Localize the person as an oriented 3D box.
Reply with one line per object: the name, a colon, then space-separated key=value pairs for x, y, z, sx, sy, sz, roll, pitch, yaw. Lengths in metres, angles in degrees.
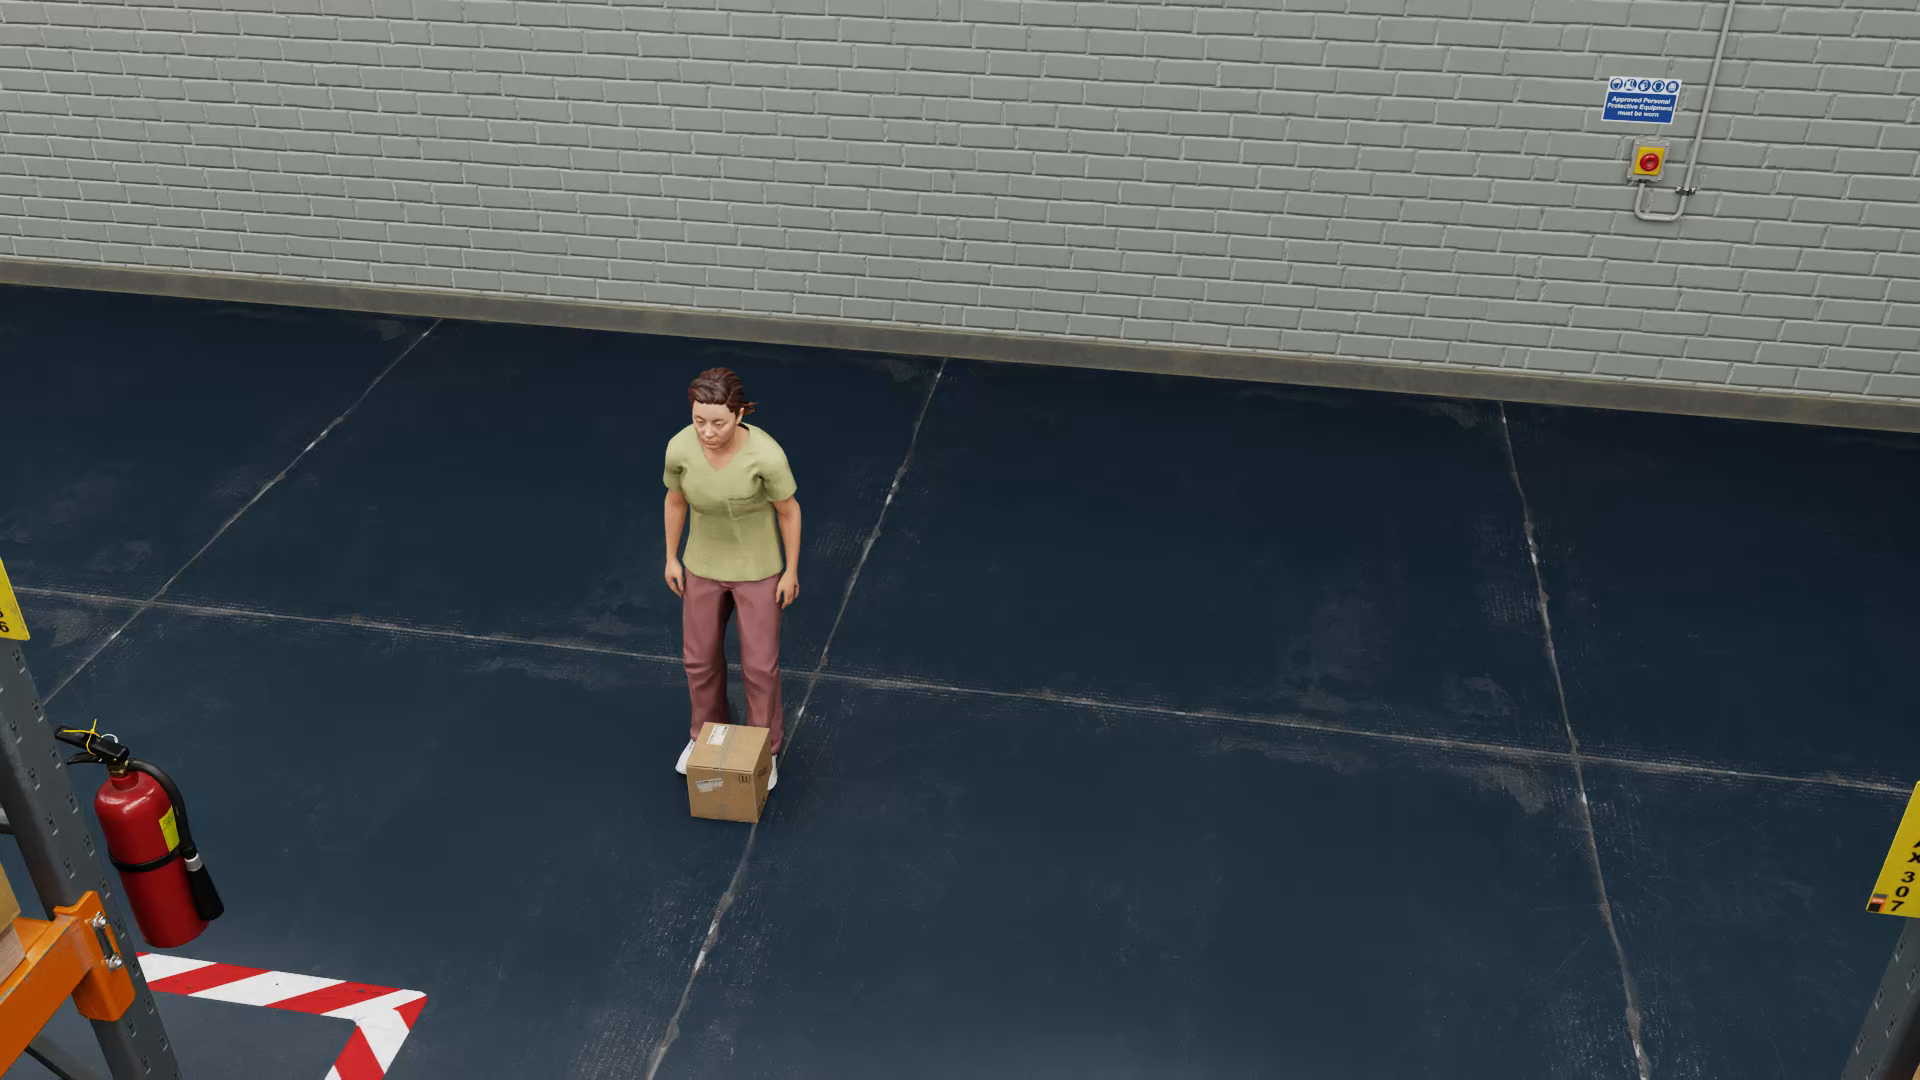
person: x=-0.818 y=0.136 z=5.925 sx=0.499 sy=1.673 sz=0.406 roll=5 pitch=33 yaw=8
